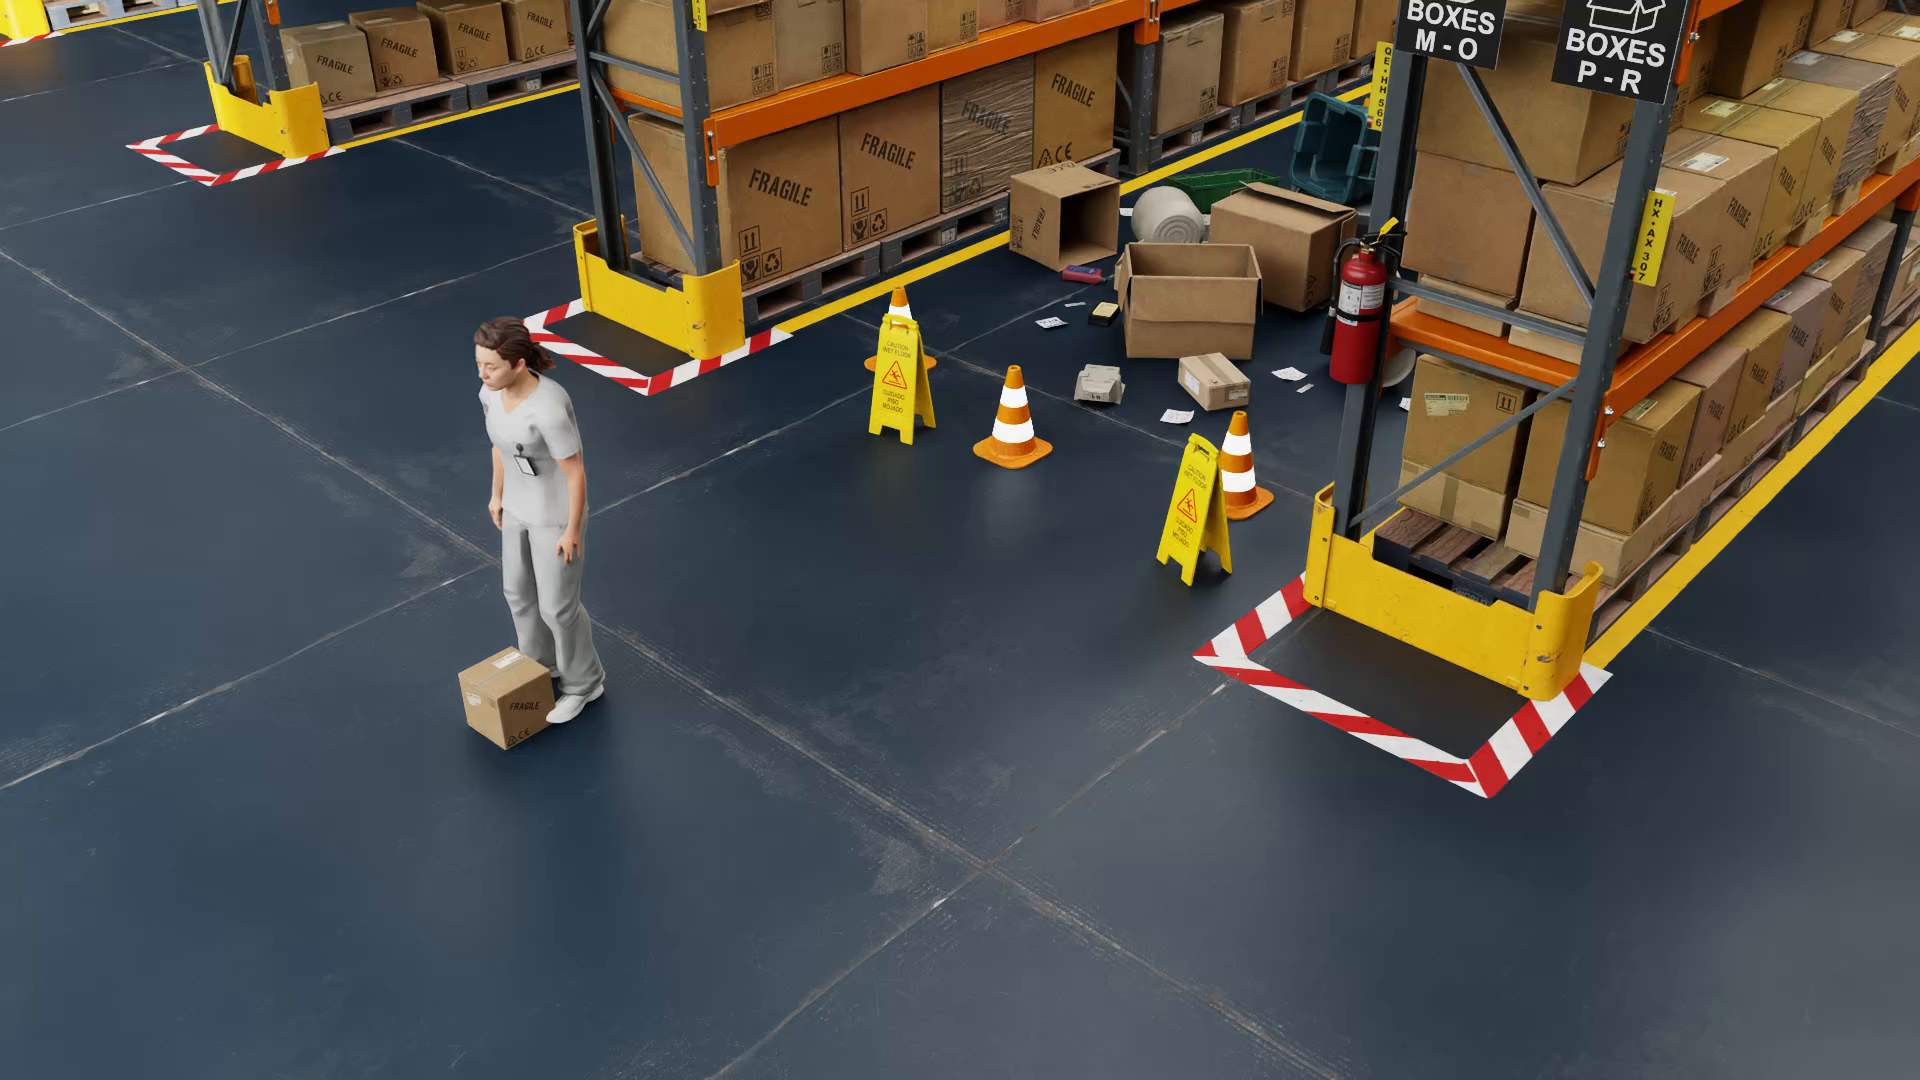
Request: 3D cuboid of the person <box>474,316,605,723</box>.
[{"bbox_3d":[-1.602,-0.090,6.284,0.506,1.671,0.364,23,38,32],"label":"person"}]
